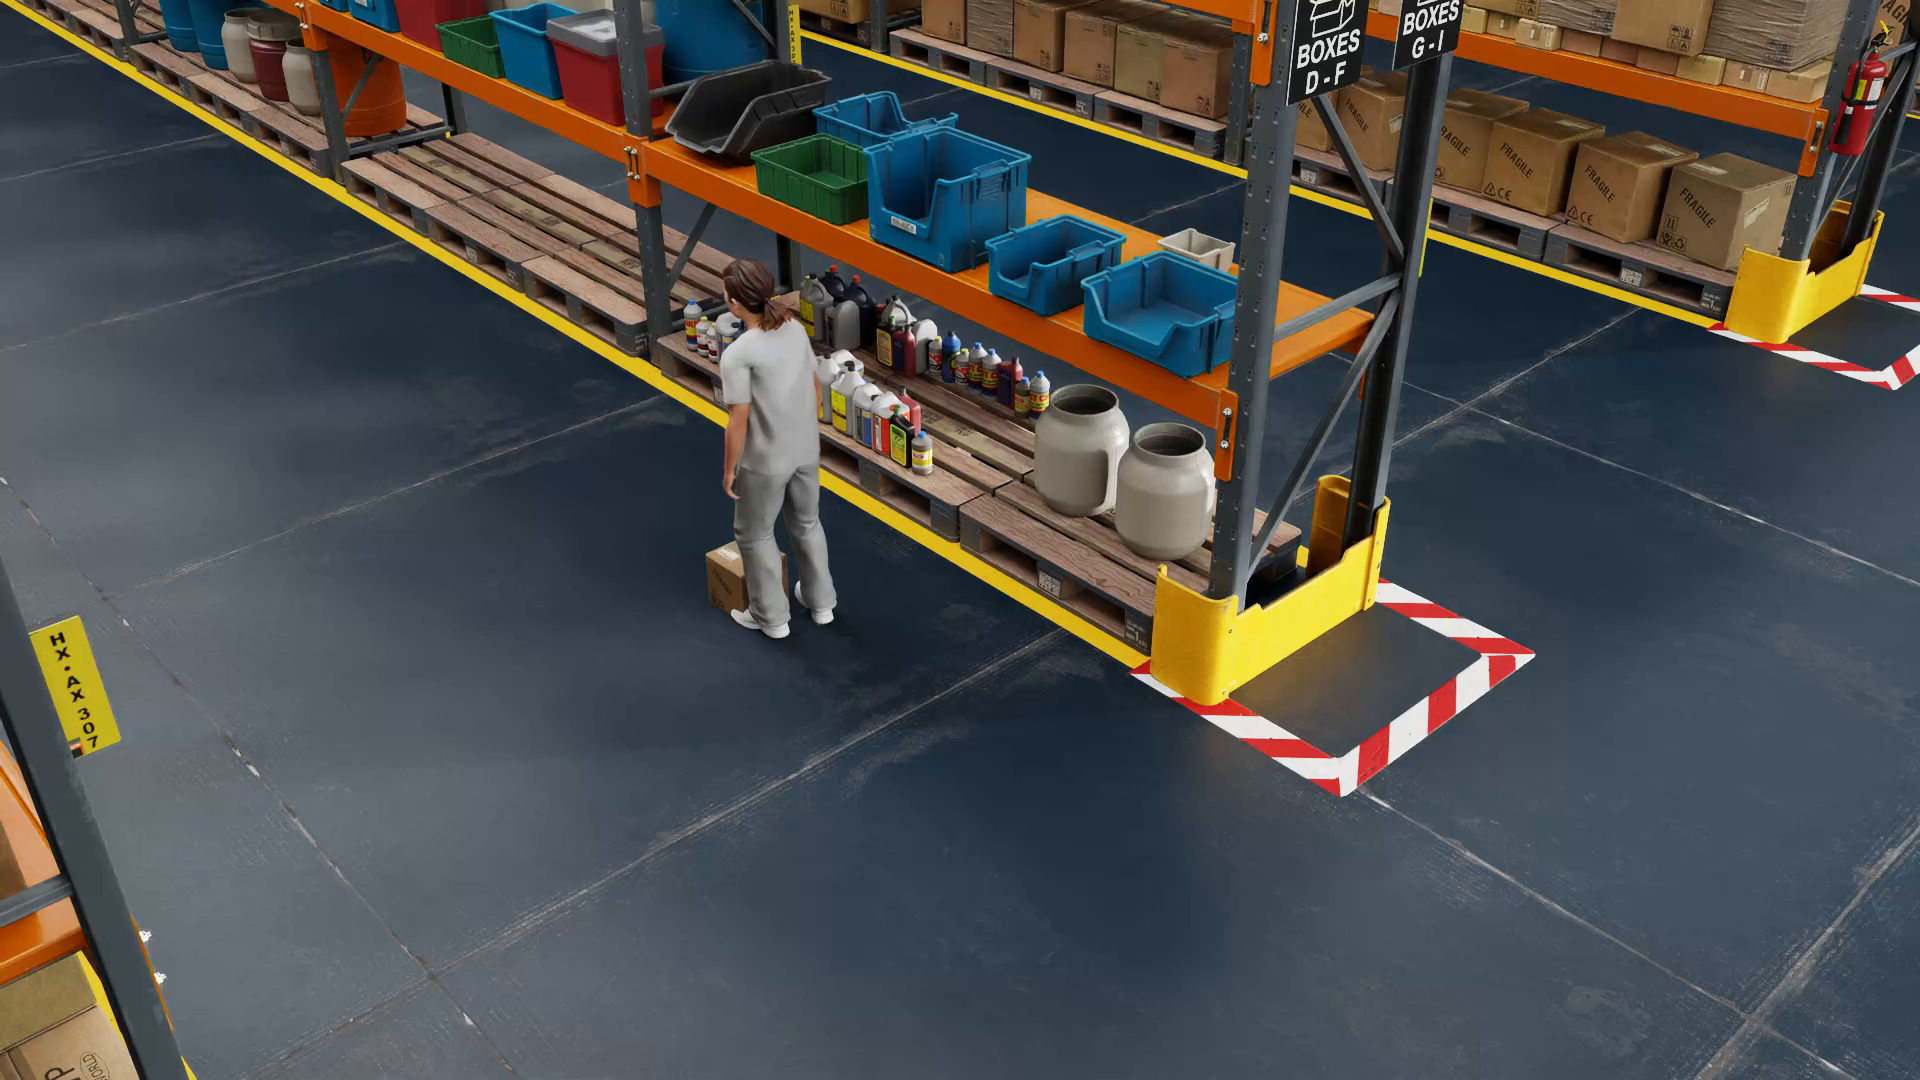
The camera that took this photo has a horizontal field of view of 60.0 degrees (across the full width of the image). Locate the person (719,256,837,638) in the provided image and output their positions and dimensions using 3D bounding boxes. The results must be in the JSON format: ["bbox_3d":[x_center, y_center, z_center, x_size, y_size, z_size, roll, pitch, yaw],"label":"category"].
[{"bbox_3d":[-0.768,-0.352,6.705,0.413,1.671,0.514,27,41,36],"label":"person"}]
